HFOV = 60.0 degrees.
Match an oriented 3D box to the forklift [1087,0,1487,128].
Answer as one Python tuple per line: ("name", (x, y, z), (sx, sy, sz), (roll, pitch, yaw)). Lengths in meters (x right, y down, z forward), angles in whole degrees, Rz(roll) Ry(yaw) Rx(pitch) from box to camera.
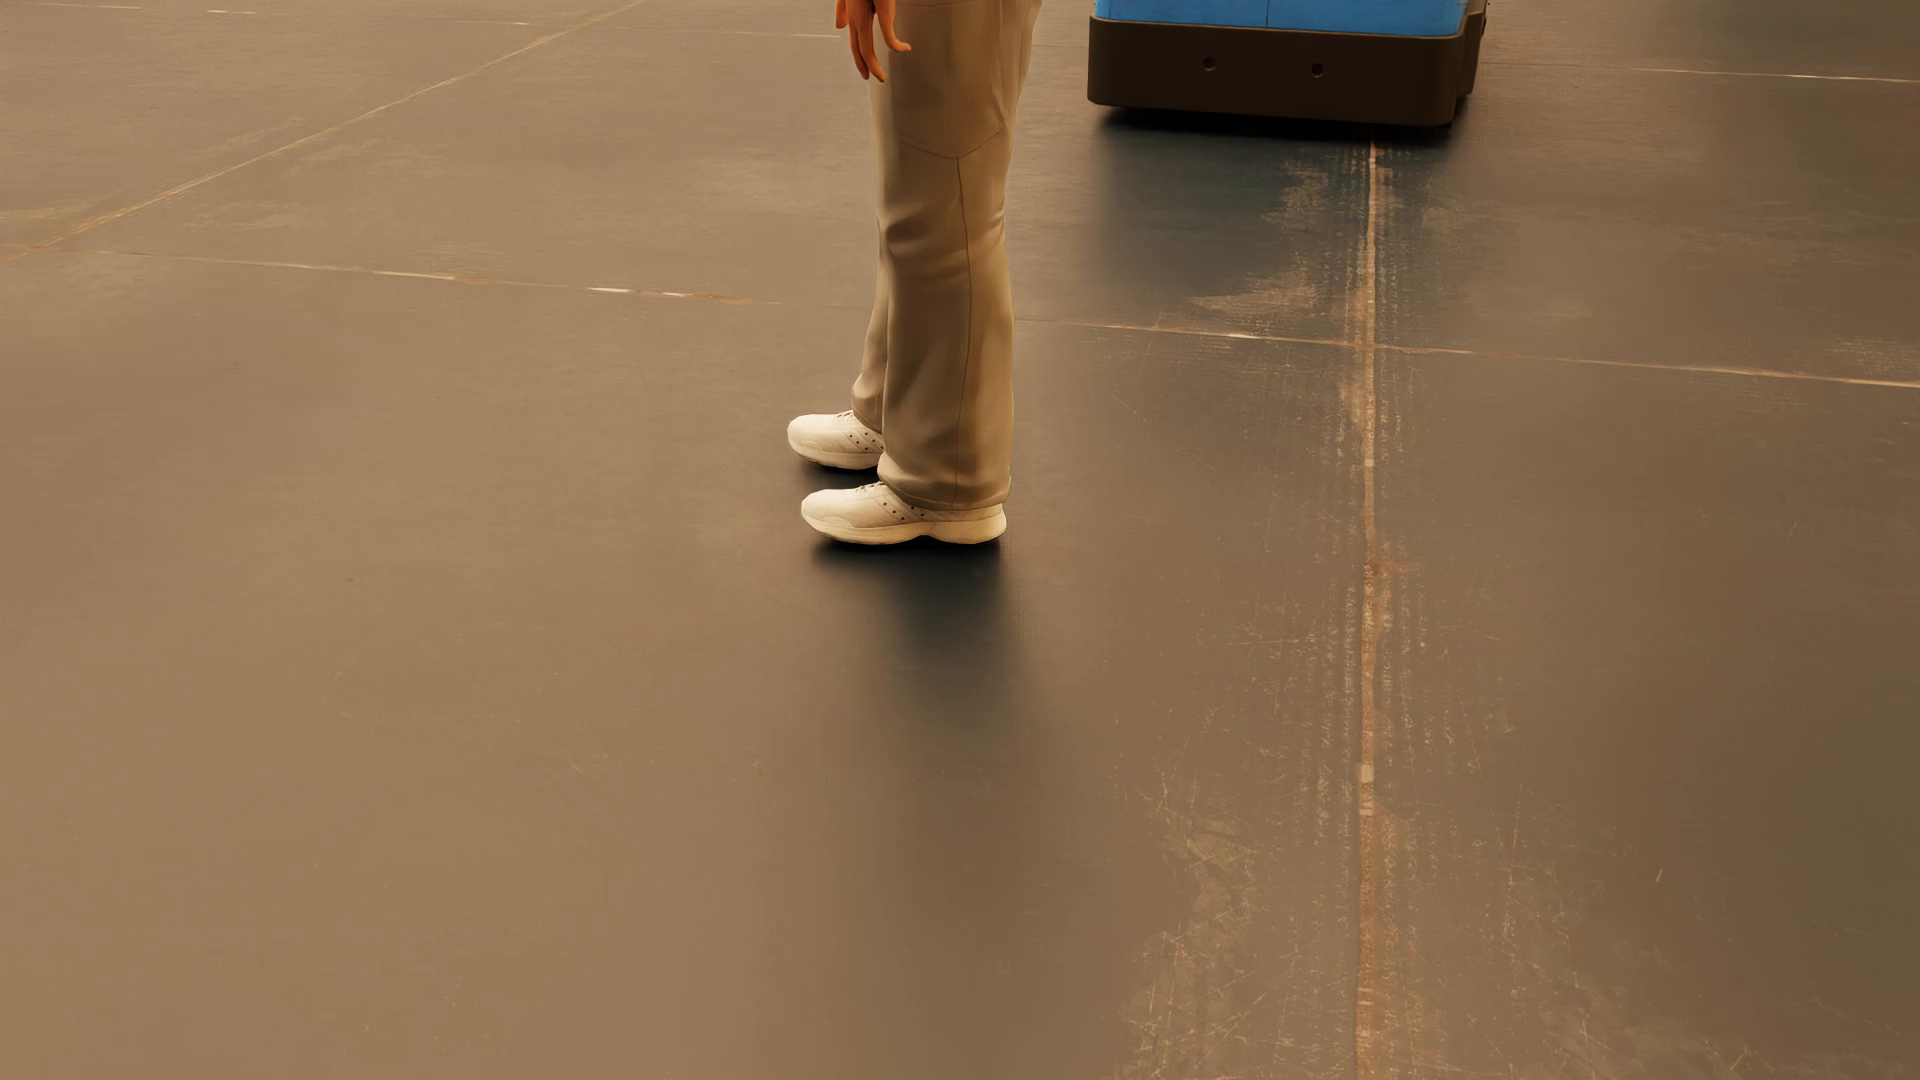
("forklift", (1.312, -3.100, 5.391), (1.130, 2.935, 3.031), (8, 28, 16))

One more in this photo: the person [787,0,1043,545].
("person", (-0.069, -0.768, 2.146), (0.548, 1.673, 0.549), (6, 27, 11))
